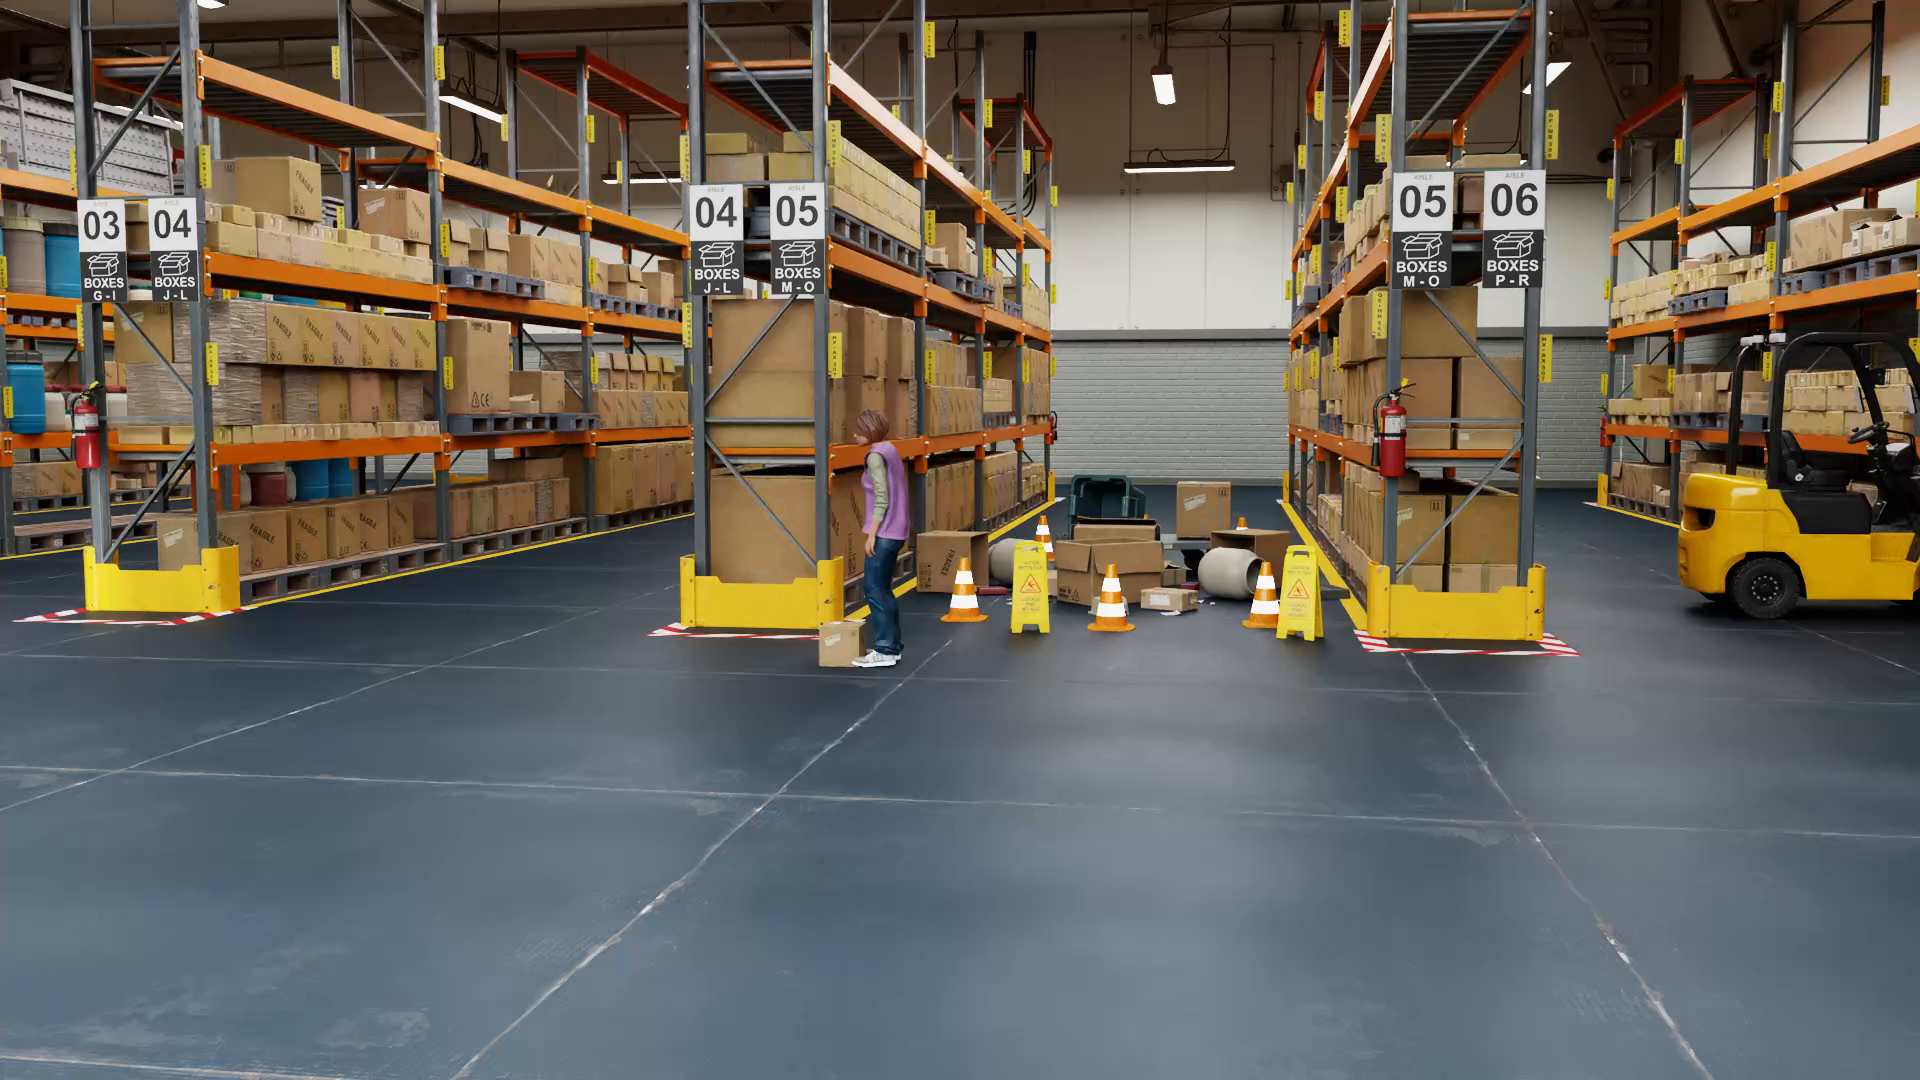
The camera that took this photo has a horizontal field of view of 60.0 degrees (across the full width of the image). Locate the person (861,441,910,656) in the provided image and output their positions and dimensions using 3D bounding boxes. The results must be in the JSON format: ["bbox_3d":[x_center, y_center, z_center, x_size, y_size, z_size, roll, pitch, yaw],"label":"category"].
[{"bbox_3d":[-0.459,0.052,10.329,0.290,1.327,0.457,1,5,8],"label":"person"}]
